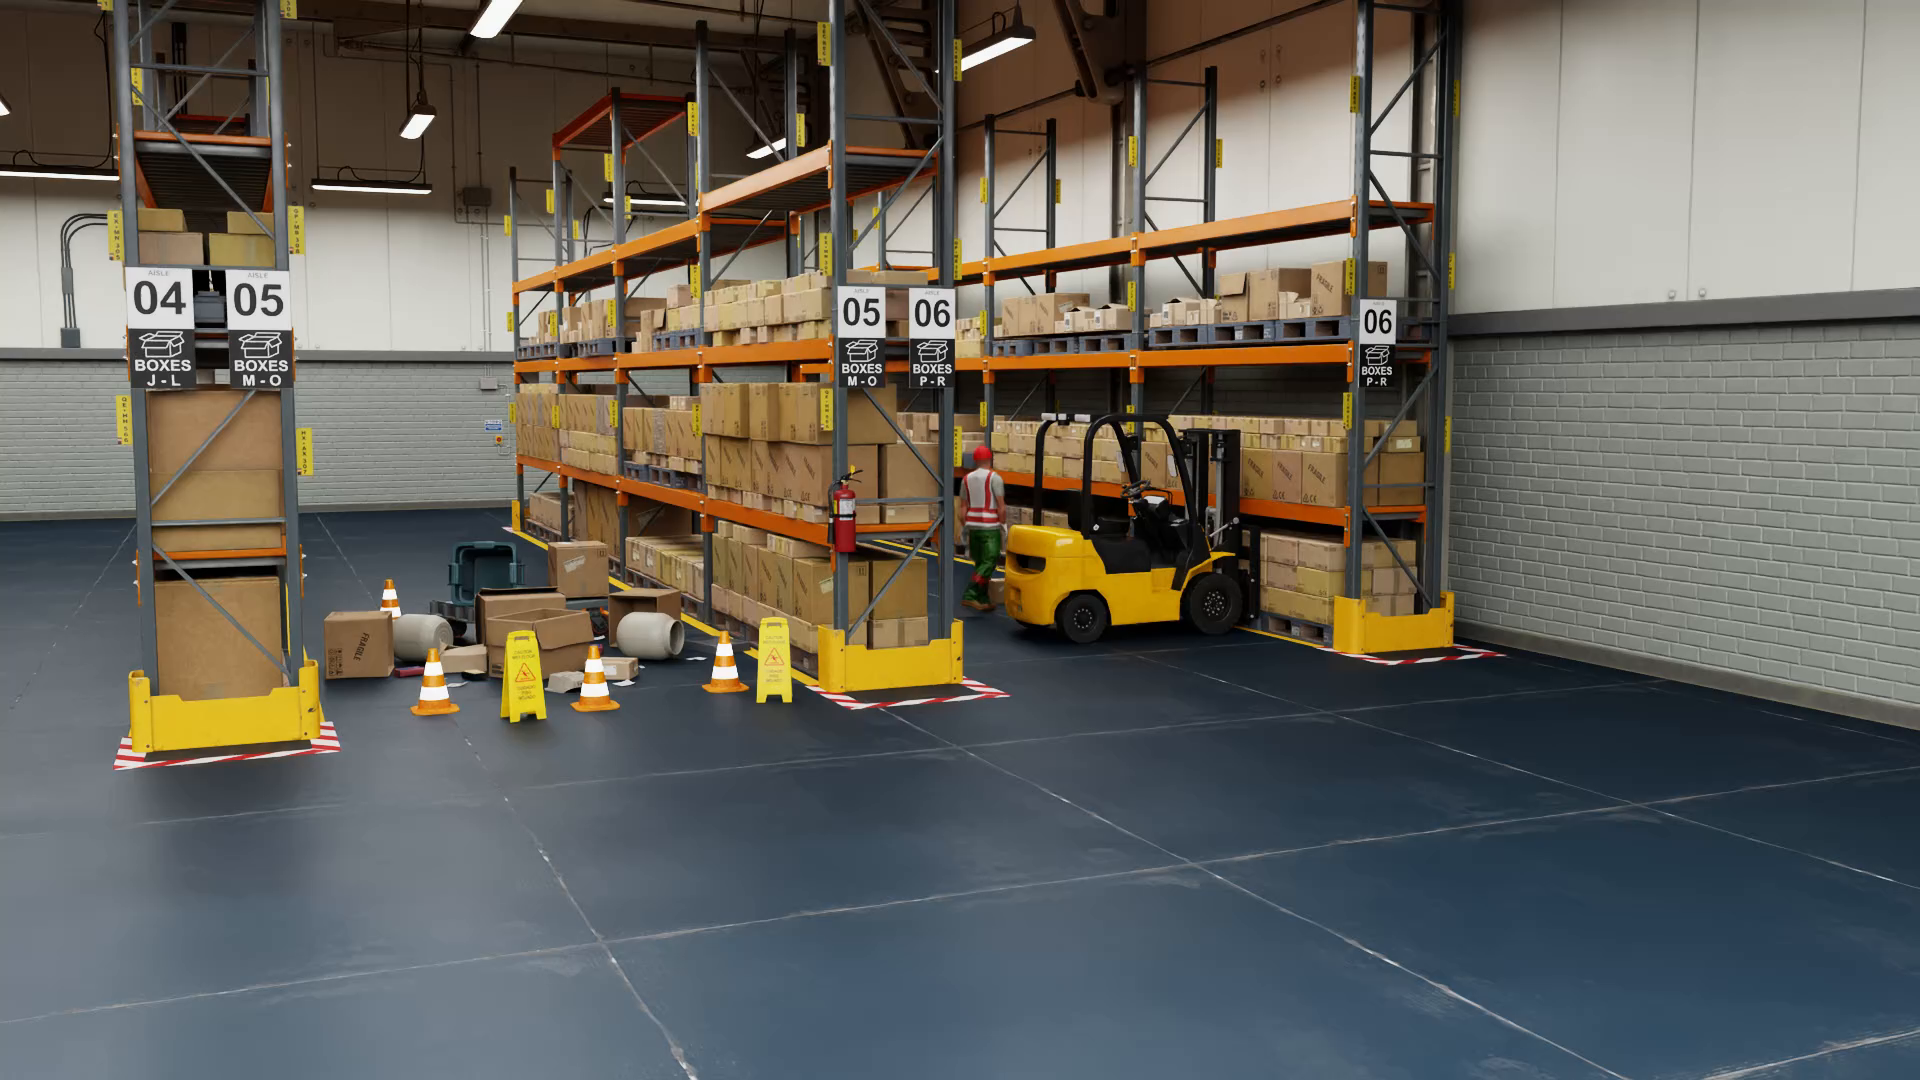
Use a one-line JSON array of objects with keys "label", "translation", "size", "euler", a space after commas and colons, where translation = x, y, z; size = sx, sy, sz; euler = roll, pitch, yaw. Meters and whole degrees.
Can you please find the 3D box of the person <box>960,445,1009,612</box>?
[{"label": "person", "translation": [0.206, -0.112, 17.739], "size": [0.548, 1.782, 0.692], "euler": [4, 7, 39]}]
